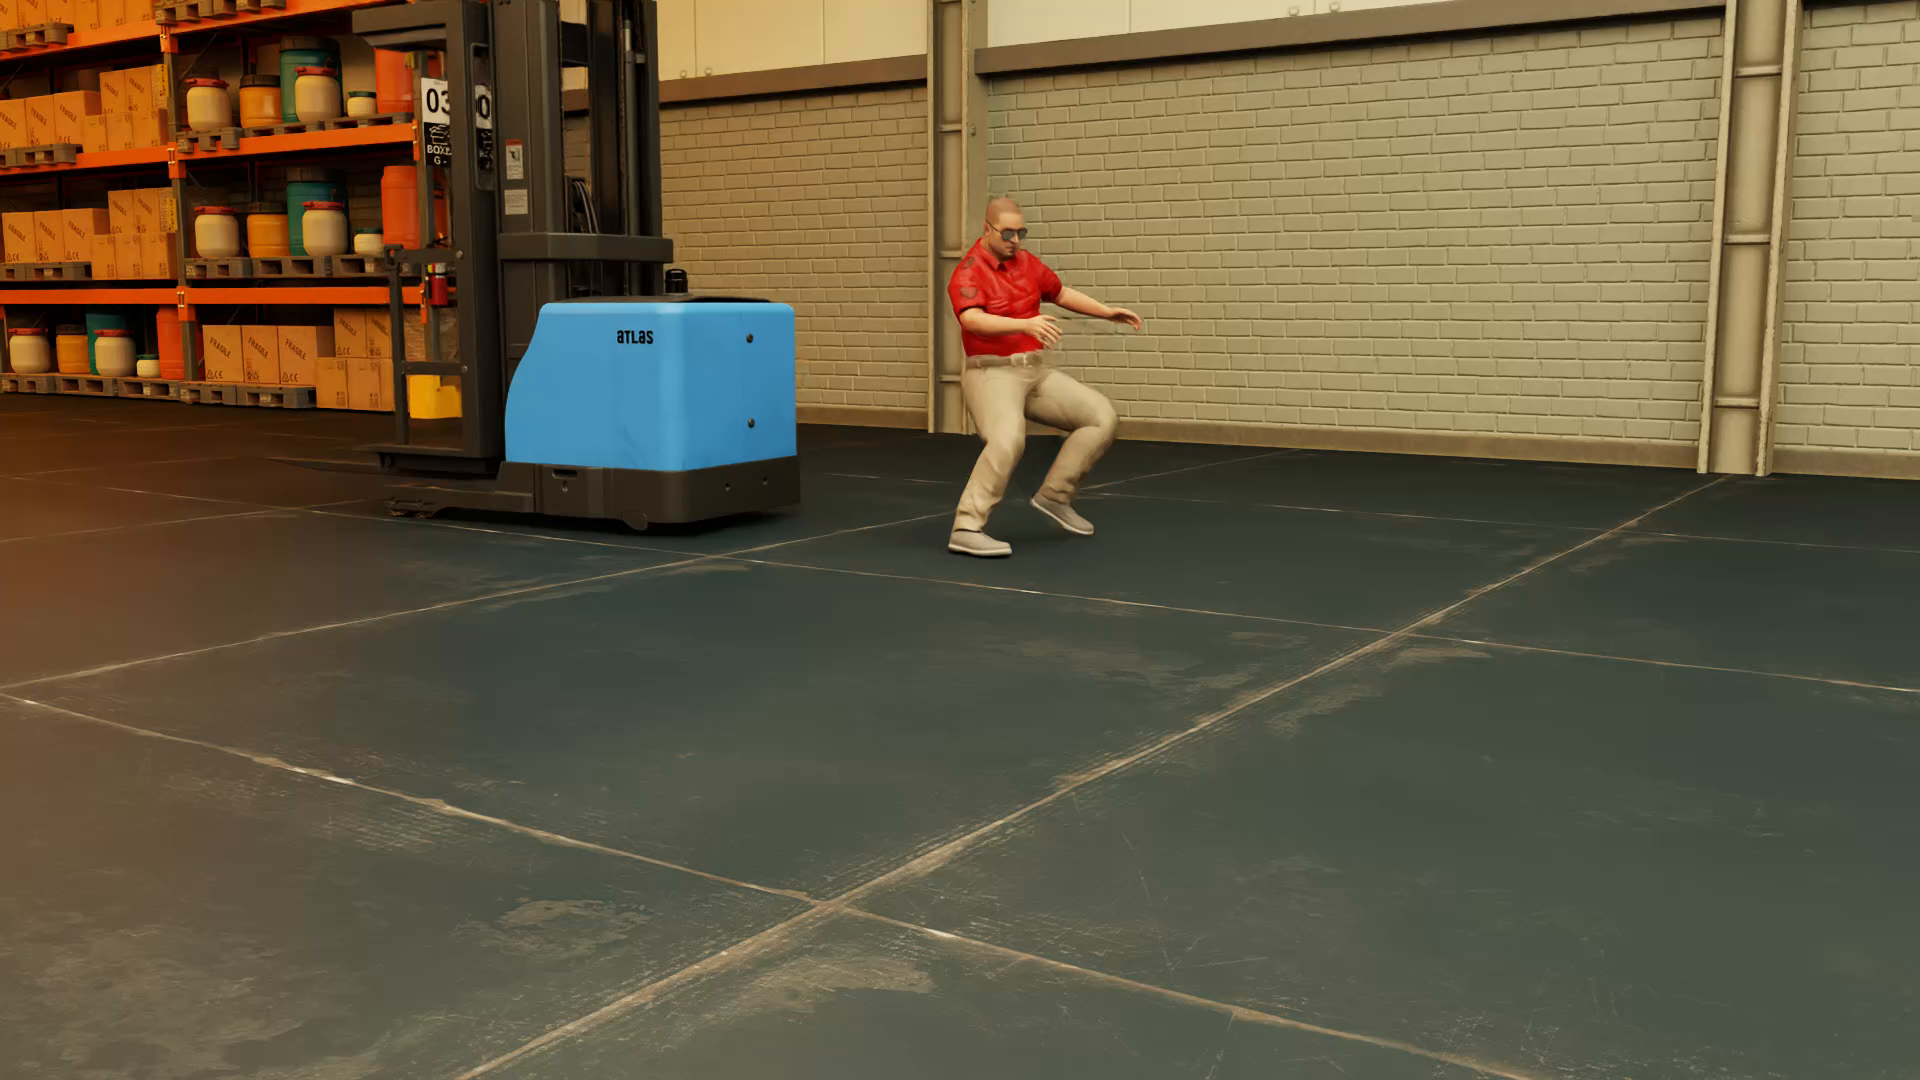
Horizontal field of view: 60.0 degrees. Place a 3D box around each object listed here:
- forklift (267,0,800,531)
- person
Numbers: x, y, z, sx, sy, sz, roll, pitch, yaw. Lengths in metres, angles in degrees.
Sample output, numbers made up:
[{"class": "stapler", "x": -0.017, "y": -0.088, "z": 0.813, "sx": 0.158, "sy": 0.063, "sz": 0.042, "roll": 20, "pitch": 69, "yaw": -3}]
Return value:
[{"class": "forklift", "x": -2.350, "y": -1.618, "z": 8.572, "sx": 3.031, "sy": 2.935, "sz": 1.130, "roll": 5, "pitch": 9, "yaw": 29}, {"class": "person", "x": 0.351, "y": -0.739, "z": 7.356, "sx": 0.959, "sy": 1.526, "sz": 0.746, "roll": -8, "pitch": 11, "yaw": -43}]
